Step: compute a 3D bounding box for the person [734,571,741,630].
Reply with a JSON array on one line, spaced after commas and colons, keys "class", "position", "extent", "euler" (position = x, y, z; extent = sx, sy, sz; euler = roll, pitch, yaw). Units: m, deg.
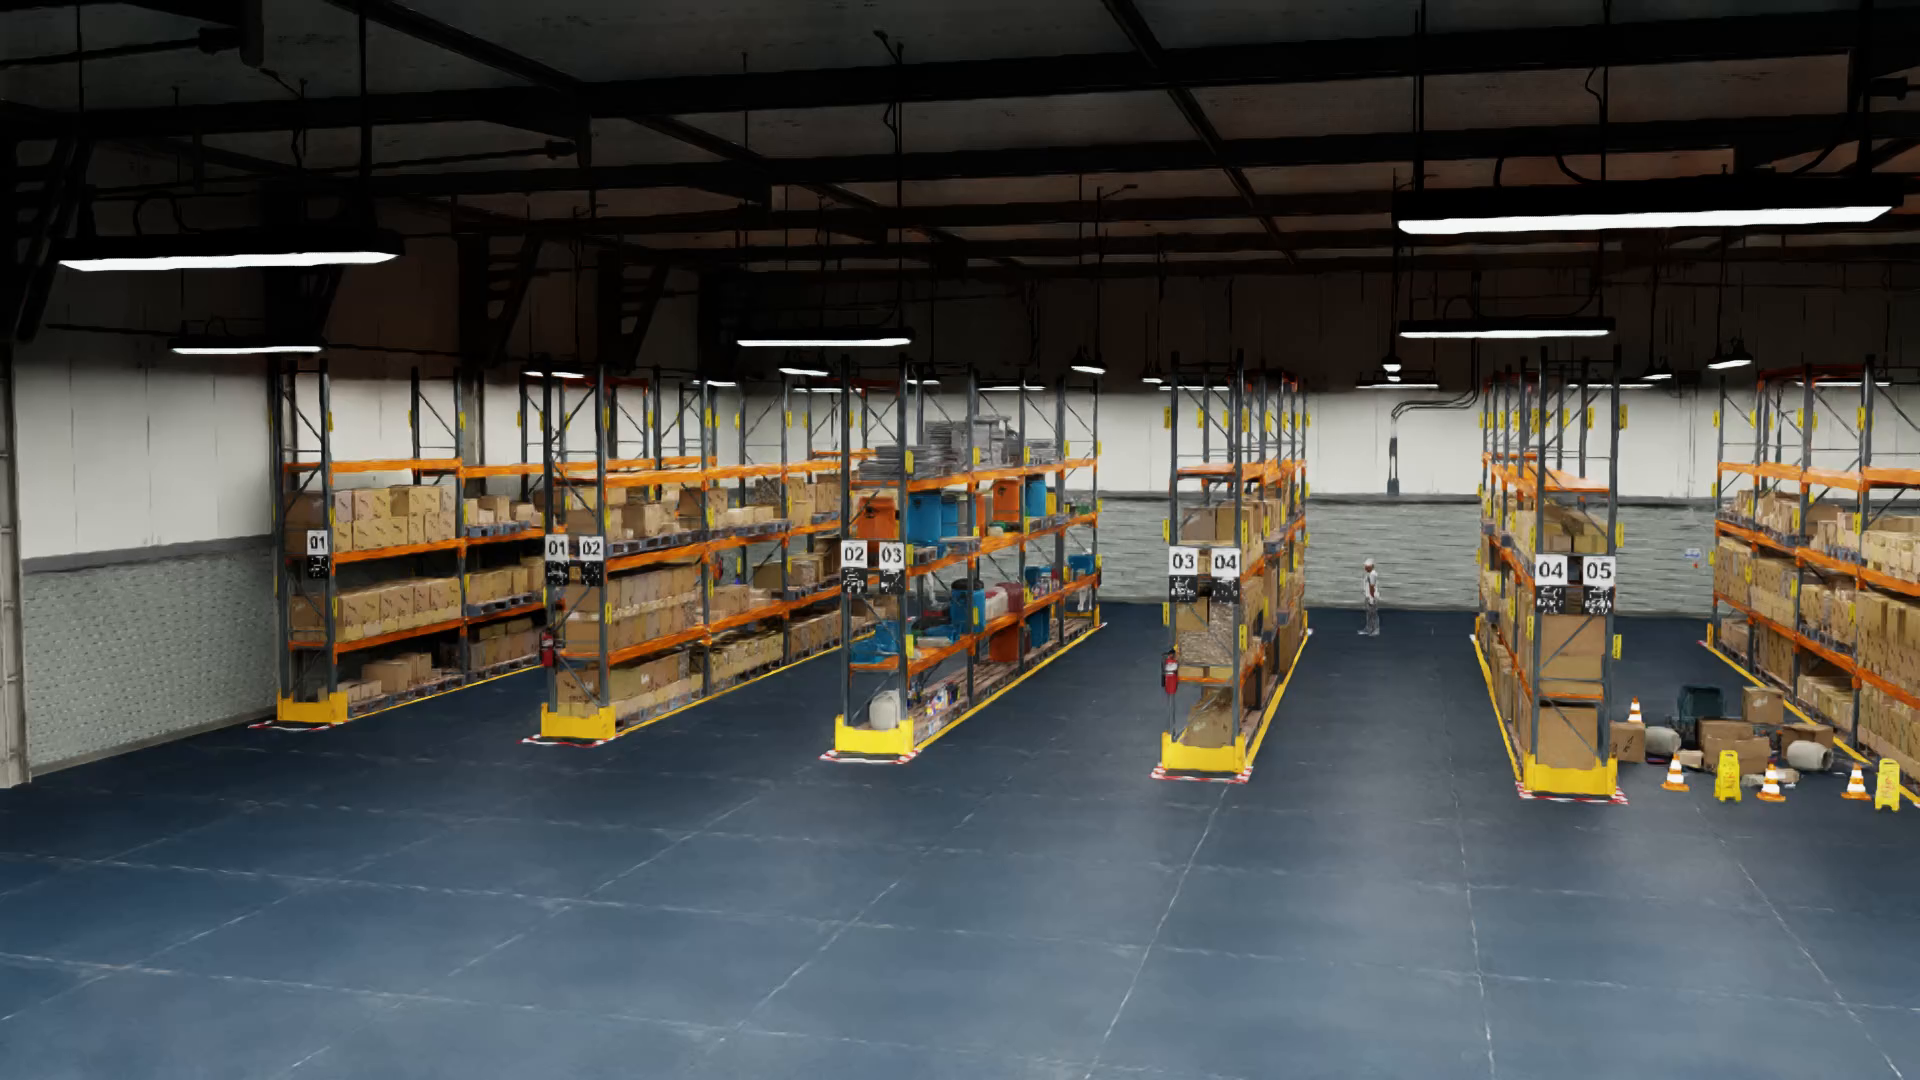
[{"class": "person", "position": [-4.924, 1.464, 37.526], "extent": [0.422, 1.663, 0.502], "euler": [-1, 4, -15]}]

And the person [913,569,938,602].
[{"class": "person", "position": [-0.965, 0.864, 45.699], "extent": [0.706, 1.695, 0.843], "euler": [0, 4, -3]}]

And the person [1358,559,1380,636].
[{"class": "person", "position": [9.533, 1.320, 38.678], "extent": [0.492, 1.784, 0.648], "euler": [1, 4, 11]}]

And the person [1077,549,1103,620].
[{"class": "person", "position": [3.201, 1.108, 41.581], "extent": [0.659, 1.788, 0.485], "euler": [-3, 5, -39]}]
